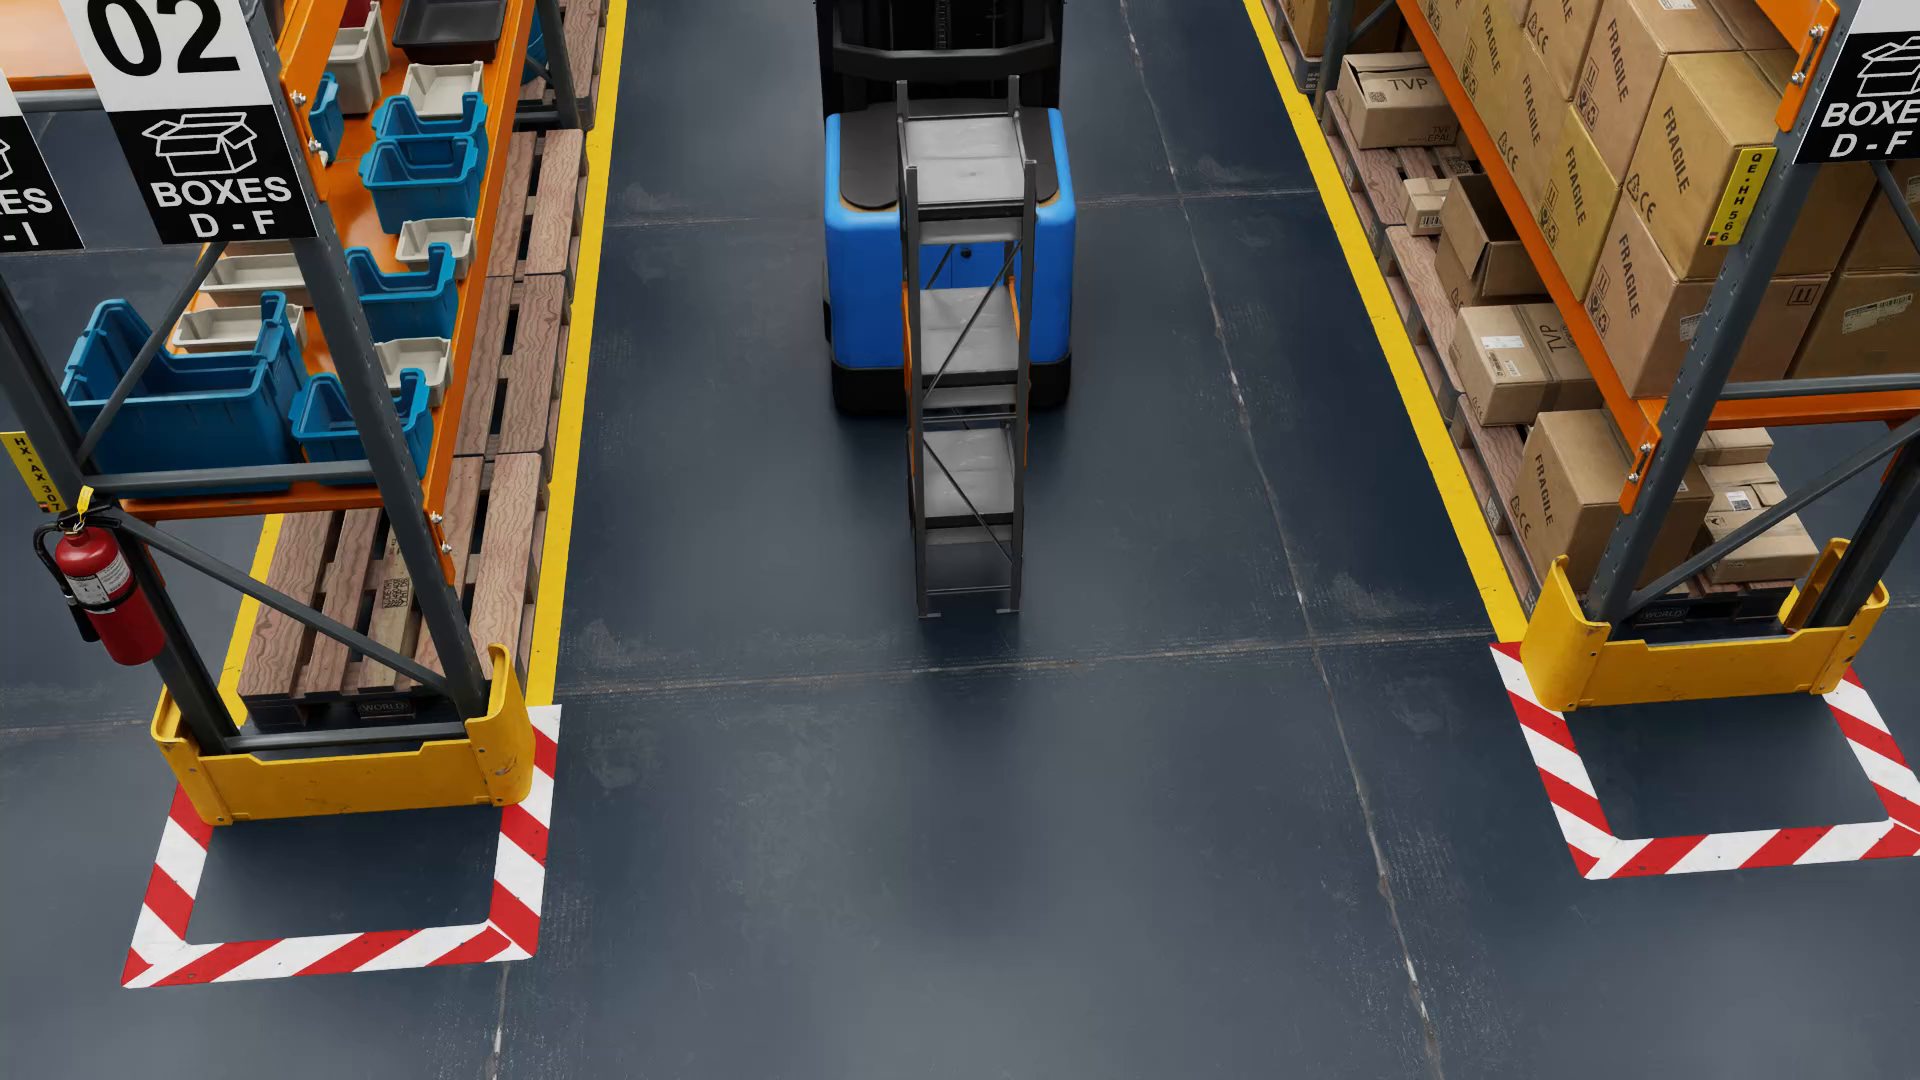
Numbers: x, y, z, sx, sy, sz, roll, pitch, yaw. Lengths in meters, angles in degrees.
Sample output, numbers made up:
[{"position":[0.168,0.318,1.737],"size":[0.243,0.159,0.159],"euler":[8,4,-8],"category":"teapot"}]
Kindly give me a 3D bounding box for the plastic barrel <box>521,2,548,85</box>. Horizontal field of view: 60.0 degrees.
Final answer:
[{"position":[-2.528,-2.898,8.721],"size":[0.600,0.901,0.708],"euler":[-3,47,-3],"category":"plastic barrel"}]

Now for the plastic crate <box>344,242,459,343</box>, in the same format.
[{"position":[-1.912,-0.824,5.675],"size":[0.416,0.233,0.300],"euler":[-3,47,-3],"category":"plastic crate"}]

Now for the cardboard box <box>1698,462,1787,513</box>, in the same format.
[{"position":[3.058,-0.166,6.626],"size":[0.380,0.166,0.250],"euler":[-3,47,-3],"category":"cardboard box"}]

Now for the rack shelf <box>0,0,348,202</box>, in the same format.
[{"position":[-2.332,-2.417,5.539],"size":[1.077,0.370,4.000],"euler":[-3,47,-3],"category":"rack shelf"}]

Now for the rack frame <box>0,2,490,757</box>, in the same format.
[{"position":[-2.164,-0.186,4.997],"size":[1.000,3.000,0.127],"euler":[-3,47,-3],"category":"rack frame"}]

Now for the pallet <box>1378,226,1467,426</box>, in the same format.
[{"position":[2.599,-1.038,7.724],"size":[1.003,0.211,1.213],"euler":[-3,47,-3],"category":"pallet"}]

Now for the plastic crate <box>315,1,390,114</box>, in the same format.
[{"position":[-2.555,-1.944,6.702],"size":[0.437,0.282,0.530],"euler":[-3,47,-3],"category":"plastic crate"}]

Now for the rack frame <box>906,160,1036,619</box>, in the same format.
[{"position":[0.034,-0.426,5.844],"size":[0.400,2.100,0.015],"euler":[-3,47,-3],"category":"rack frame"}]

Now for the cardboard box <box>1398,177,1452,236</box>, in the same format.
[{"position":[2.339,-1.613,7.997],"size":[0.380,0.166,0.250],"euler":[-3,47,-3],"category":"cardboard box"}]

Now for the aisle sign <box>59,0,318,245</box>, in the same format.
[{"position":[-1.862,-1.046,4.021],"size":[0.394,0.787,0.004],"euler":[-3,47,-3],"category":"aisle sign"}]

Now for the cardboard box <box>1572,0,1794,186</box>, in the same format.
[{"position":[2.417,-1.533,5.515],"size":[0.500,0.500,0.500],"euler":[-2,47,-2],"category":"cardboard box"}]

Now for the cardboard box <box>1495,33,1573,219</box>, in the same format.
[{"position":[2.380,-1.563,6.232],"size":[0.500,0.500,0.500],"euler":[-3,47,-3],"category":"cardboard box"}]

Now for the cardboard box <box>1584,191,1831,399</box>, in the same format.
[{"position":[2.463,-0.826,5.534],"size":[0.500,0.500,0.500],"euler":[-2,47,-2],"category":"cardboard box"}]

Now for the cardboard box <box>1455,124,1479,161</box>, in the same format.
[{"position":[2.767,-2.275,8.394],"size":[0.500,0.500,0.500],"euler":[-3,47,-3],"category":"cardboard box"}]

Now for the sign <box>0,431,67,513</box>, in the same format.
[{"position":[-2.711,-0.197,4.895],"size":[0.100,0.325,0.005],"euler":[-3,47,-3],"category":"sign"}]

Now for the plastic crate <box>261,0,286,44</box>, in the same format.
[{"position":[-1.919,-1.468,4.235],"size":[0.497,0.269,0.590],"euler":[-3,47,-3],"category":"plastic crate"}]

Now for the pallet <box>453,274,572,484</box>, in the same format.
[{"position":[-2.294,-0.707,7.411],"size":[1.003,0.211,1.213],"euler":[-3,47,-3],"category":"pallet"}]

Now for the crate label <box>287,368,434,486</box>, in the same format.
[{"position":[-1.857,-0.348,5.224],"size":[0.416,0.233,0.303],"euler":[-3,47,-3],"category":"crate label"}]

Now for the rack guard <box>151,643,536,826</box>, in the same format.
[{"position":[-2.149,0.690,5.889],"size":[1.175,0.500,0.348],"euler":[-3,47,-3],"category":"rack guard"}]

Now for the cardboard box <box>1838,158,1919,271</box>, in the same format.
[{"position":[2.997,-1.200,5.199],"size":[0.500,0.500,0.500],"euler":[-2,47,-2],"category":"cardboard box"}]

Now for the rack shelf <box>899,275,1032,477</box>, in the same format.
[{"position":[0.014,-0.593,6.021],"size":[0.431,0.518,0.480],"euler":[-3,47,-3],"category":"rack shelf"}]

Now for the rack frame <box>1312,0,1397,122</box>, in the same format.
[{"position":[2.437,-3.378,8.020],"size":[1.000,3.000,0.127],"euler":[-3,47,-3],"category":"rack frame"}]

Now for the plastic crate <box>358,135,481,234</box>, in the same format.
[{"position":[-1.967,-1.300,6.126],"size":[0.416,0.233,0.300],"euler":[-3,47,-3],"category":"plastic crate"}]

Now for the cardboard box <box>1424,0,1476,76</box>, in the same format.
[{"position":[2.294,-2.295,6.925],"size":[0.500,0.500,0.500],"euler":[-4,47,-4],"category":"cardboard box"}]

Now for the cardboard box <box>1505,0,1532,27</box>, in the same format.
[{"position":[2.326,-2.280,6.222],"size":[0.500,0.500,0.500],"euler":[-2,47,-2],"category":"cardboard box"}]

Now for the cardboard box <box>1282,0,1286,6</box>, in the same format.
[{"position":[2.077,-3.368,9.429],"size":[0.500,0.500,0.500],"euler":[-3,47,-3],"category":"cardboard box"}]

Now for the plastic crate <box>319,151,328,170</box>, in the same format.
[{"position":[-2.514,-1.319,6.210],"size":[0.298,0.136,0.250],"euler":[-3,47,-3],"category":"plastic crate"}]

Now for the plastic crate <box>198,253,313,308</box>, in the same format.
[{"position":[-2.423,-0.906,5.819],"size":[0.396,0.136,0.243],"euler":[-3,47,-3],"category":"plastic crate"}]

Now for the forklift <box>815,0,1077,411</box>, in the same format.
[{"position":[-0.100,-2.638,7.366],"size":[1.130,2.935,3.031],"euler":[-2,47,-2],"category":"forklift"}]

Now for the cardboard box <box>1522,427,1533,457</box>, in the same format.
[{"position":[2.537,-0.338,6.789],"size":[0.380,0.166,0.250],"euler":[-3,47,-3],"category":"cardboard box"}]

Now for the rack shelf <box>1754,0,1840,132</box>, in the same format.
[{"position":[2.604,-2.716,5.822],"size":[1.077,0.370,4.000],"euler":[-3,47,-3],"category":"rack shelf"}]

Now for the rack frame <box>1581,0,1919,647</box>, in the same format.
[{"position":[2.772,-0.484,5.279],"size":[1.000,3.000,0.127],"euler":[-3,47,-3],"category":"rack frame"}]

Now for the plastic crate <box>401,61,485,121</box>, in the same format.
[{"position":[-2.054,-1.768,6.636],"size":[0.293,0.136,0.466],"euler":[-3,47,-3],"category":"plastic crate"}]

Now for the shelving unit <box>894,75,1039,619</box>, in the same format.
[{"position":[0.014,-0.602,6.011],"size":[0.431,2.100,0.503],"euler":[-3,47,-3],"category":"shelving unit"}]

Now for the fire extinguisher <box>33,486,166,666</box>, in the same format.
[{"position":[-2.605,0.105,5.031],"size":[0.296,0.674,0.183],"euler":[-3,47,-3],"category":"fire extinguisher"}]

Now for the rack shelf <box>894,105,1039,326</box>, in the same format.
[{"position":[0.014,-1.074,5.512],"size":[0.431,0.518,0.480],"euler":[-3,47,-3],"category":"rack shelf"}]

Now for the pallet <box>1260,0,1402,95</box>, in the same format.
[{"position":[2.331,-3.006,9.588],"size":[1.003,0.211,1.213],"euler":[-3,47,-3],"category":"pallet"}]

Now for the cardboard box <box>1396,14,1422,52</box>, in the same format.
[{"position":[2.639,-3.035,9.114],"size":[0.500,0.500,0.500],"euler":[-5,47,-5],"category":"cardboard box"}]

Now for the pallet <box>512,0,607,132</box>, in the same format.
[{"position":[-2.522,-2.682,9.281],"size":[1.003,0.211,1.213],"euler":[-3,47,-3],"category":"pallet"}]

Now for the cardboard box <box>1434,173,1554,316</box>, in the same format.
[{"position":[2.599,-1.312,7.480],"size":[0.797,0.503,0.637],"euler":[-3,47,-3],"category":"cardboard box"}]
